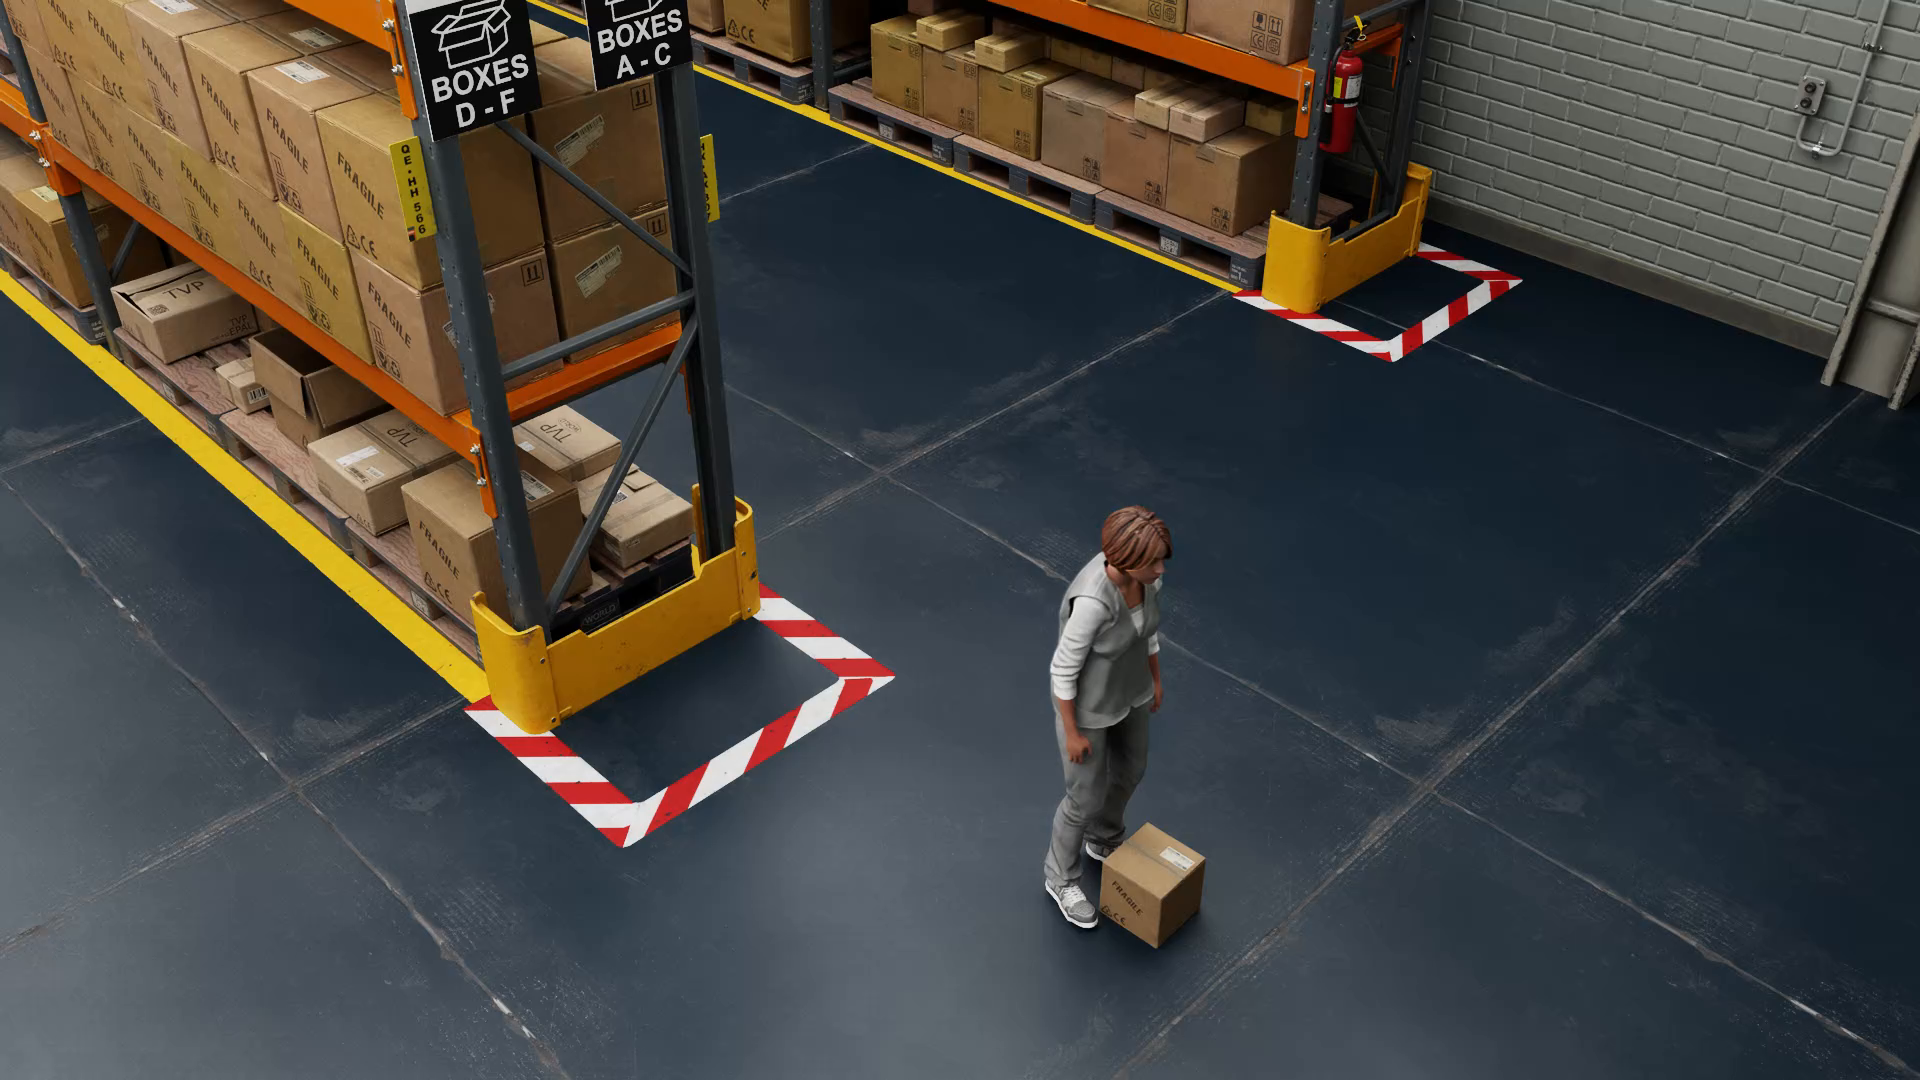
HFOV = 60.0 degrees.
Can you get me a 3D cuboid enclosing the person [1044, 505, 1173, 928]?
[{"bbox_3d":[0.480,0.540,5.411,0.461,1.593,0.343,-30,46,-35],"label":"person"}]
